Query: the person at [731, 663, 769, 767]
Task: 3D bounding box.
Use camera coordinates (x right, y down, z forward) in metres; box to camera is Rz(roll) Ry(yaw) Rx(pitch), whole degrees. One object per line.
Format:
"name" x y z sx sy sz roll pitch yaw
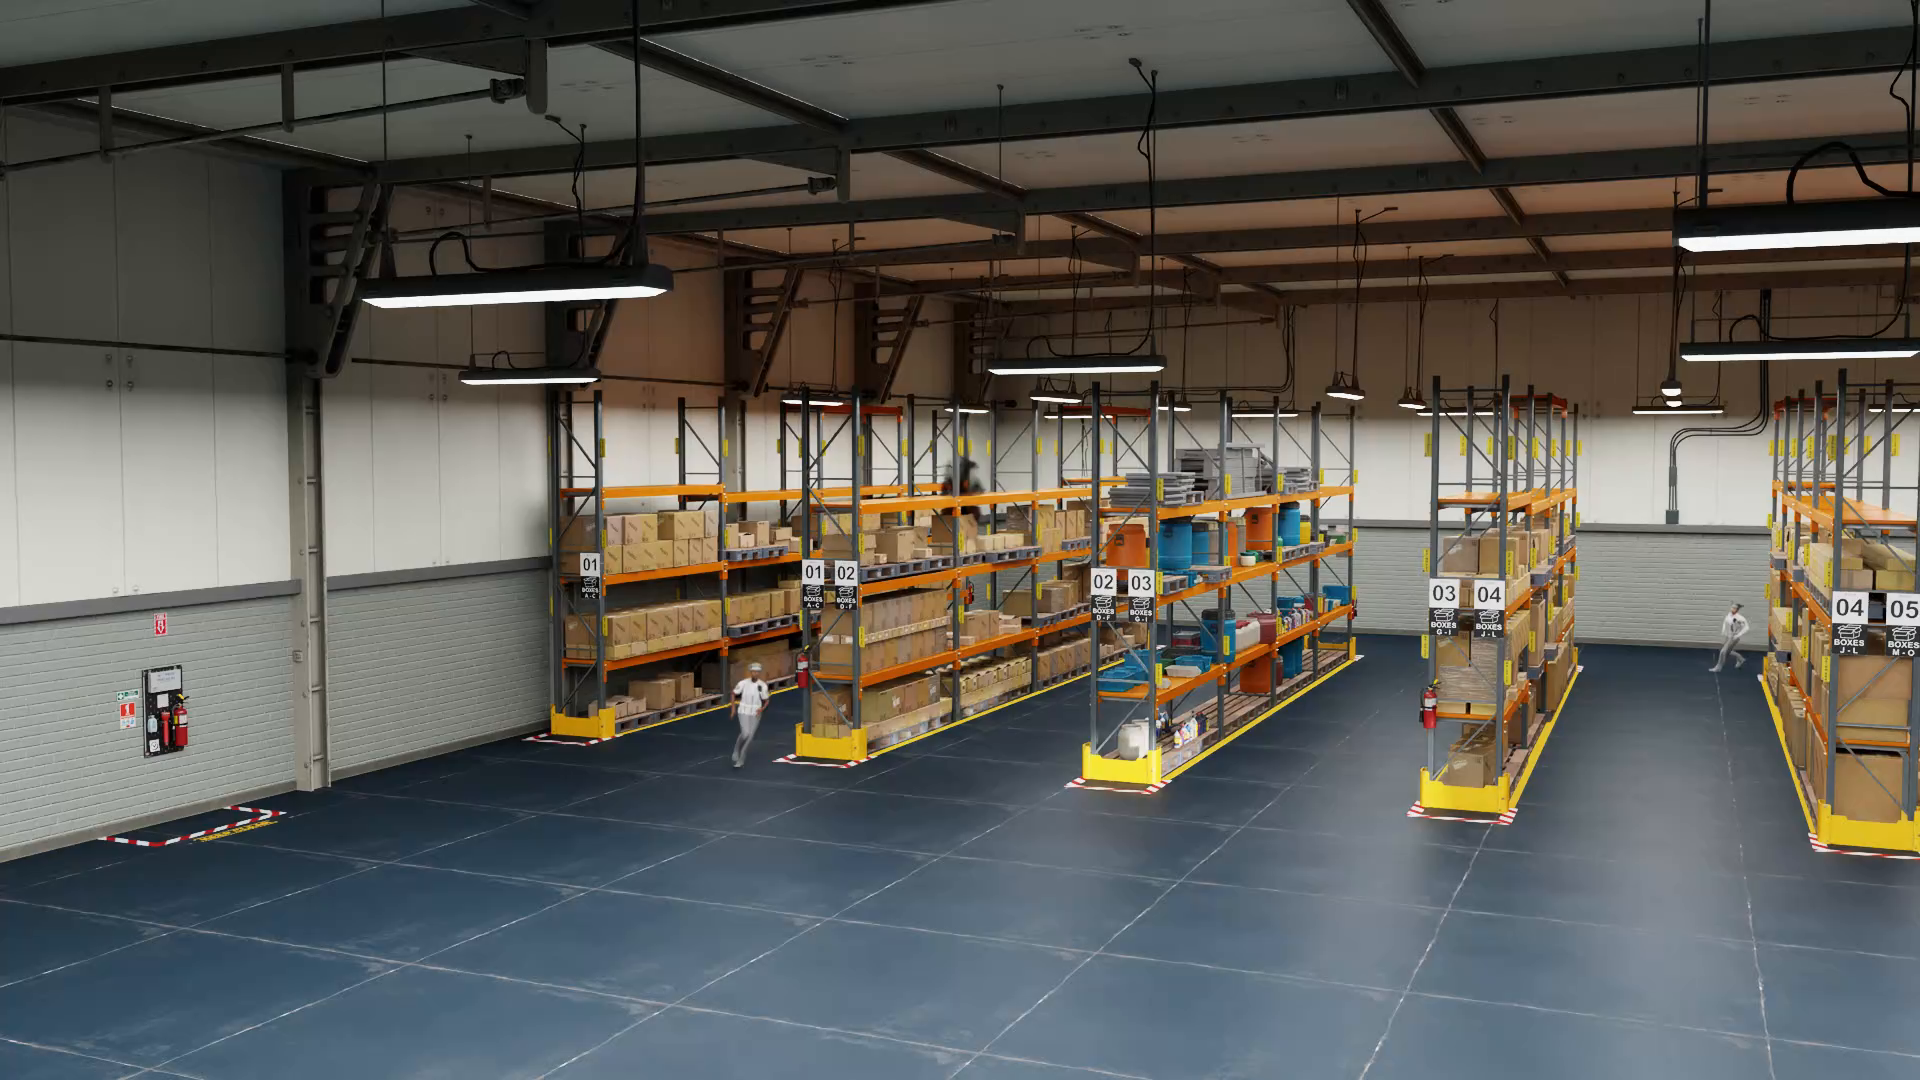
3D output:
"person" -3.278 2.744 26.078 0.590 1.629 0.536 -1 3 -16

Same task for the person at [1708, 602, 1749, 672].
"person" 17.222 2.158 36.946 0.851 1.608 0.675 -1 3 -13
